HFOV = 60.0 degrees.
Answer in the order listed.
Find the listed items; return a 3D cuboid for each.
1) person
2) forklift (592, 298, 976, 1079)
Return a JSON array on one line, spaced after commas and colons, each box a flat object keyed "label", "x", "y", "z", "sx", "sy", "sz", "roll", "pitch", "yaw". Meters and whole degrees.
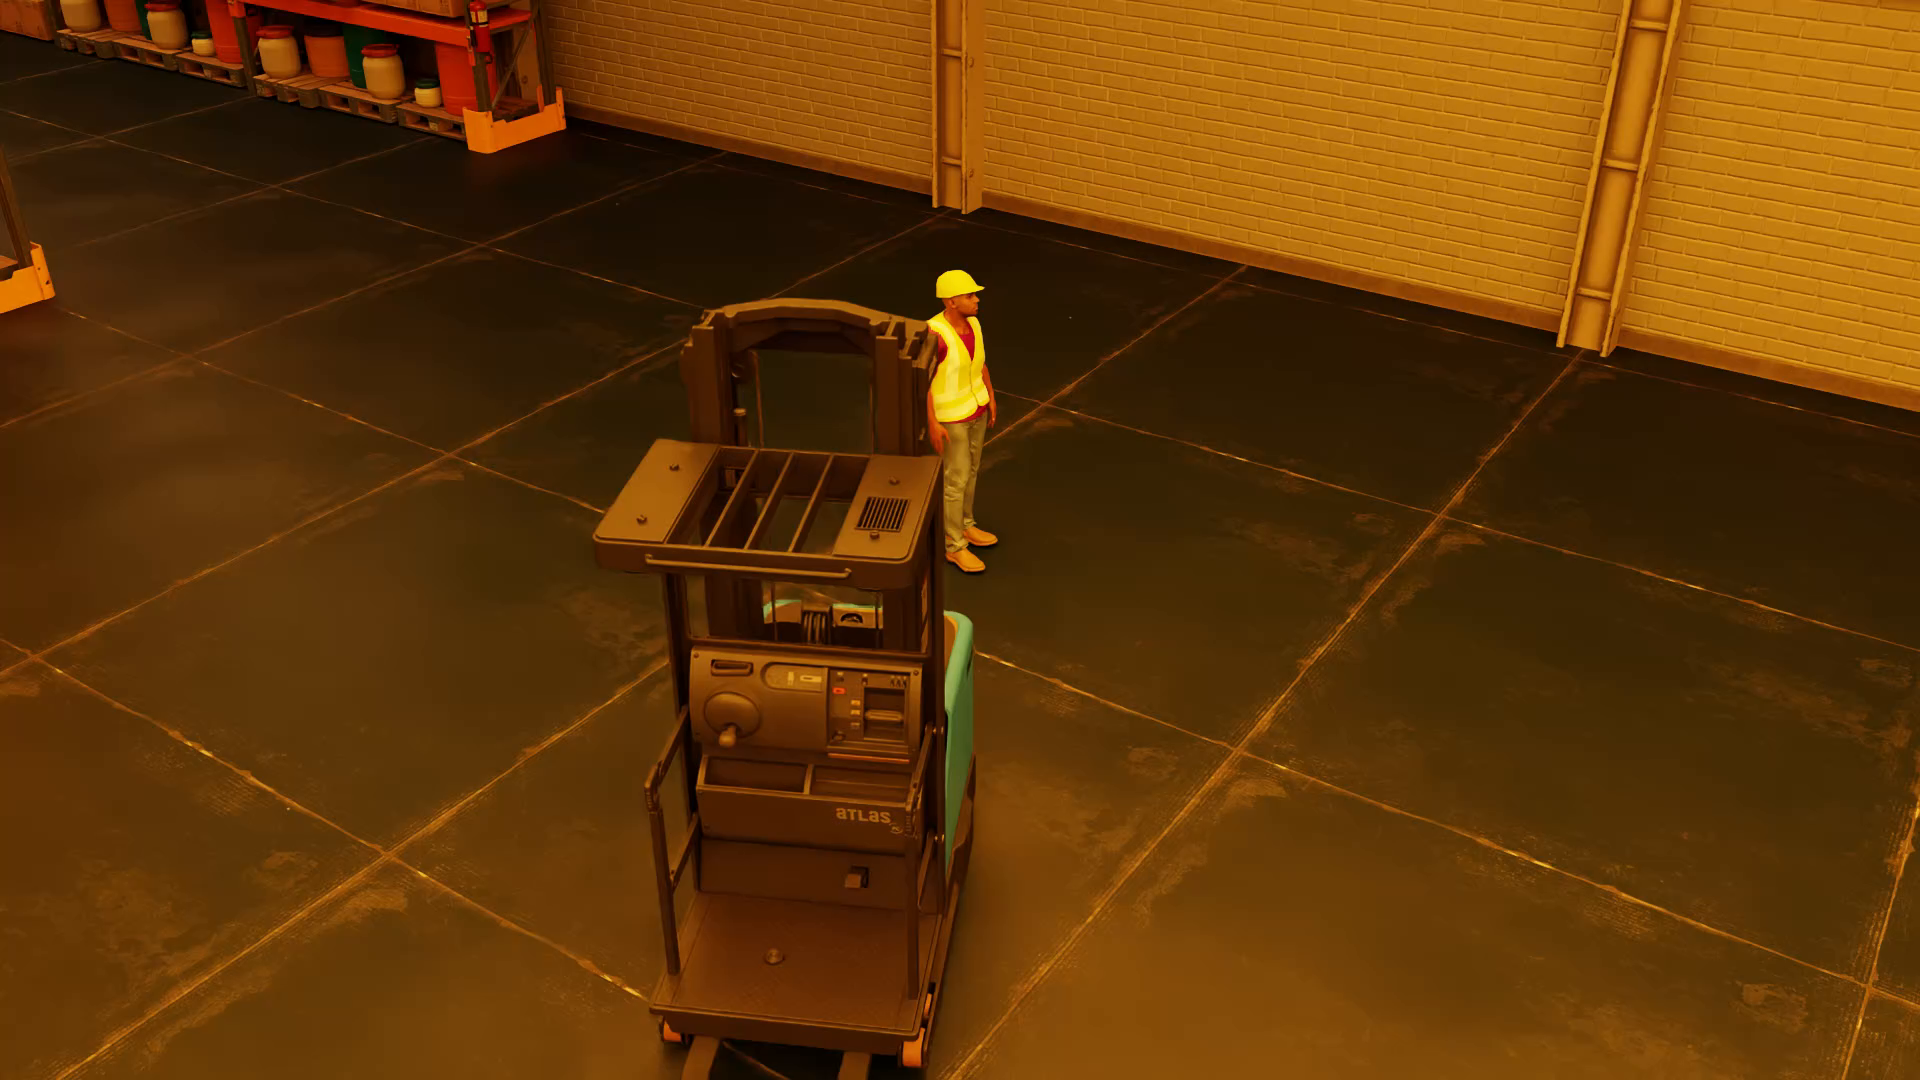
[{"label": "person", "x": 0.054, "y": -0.748, "z": 10.015, "sx": 0.577, "sy": 1.765, "sz": 0.665, "roll": 19, "pitch": 35, "yaw": 29}, {"label": "forklift", "x": -0.638, "y": 0.697, "z": 6.382, "sx": 1.130, "sy": 2.935, "sz": 3.031, "roll": 4, "pitch": 30, "yaw": 7}]
